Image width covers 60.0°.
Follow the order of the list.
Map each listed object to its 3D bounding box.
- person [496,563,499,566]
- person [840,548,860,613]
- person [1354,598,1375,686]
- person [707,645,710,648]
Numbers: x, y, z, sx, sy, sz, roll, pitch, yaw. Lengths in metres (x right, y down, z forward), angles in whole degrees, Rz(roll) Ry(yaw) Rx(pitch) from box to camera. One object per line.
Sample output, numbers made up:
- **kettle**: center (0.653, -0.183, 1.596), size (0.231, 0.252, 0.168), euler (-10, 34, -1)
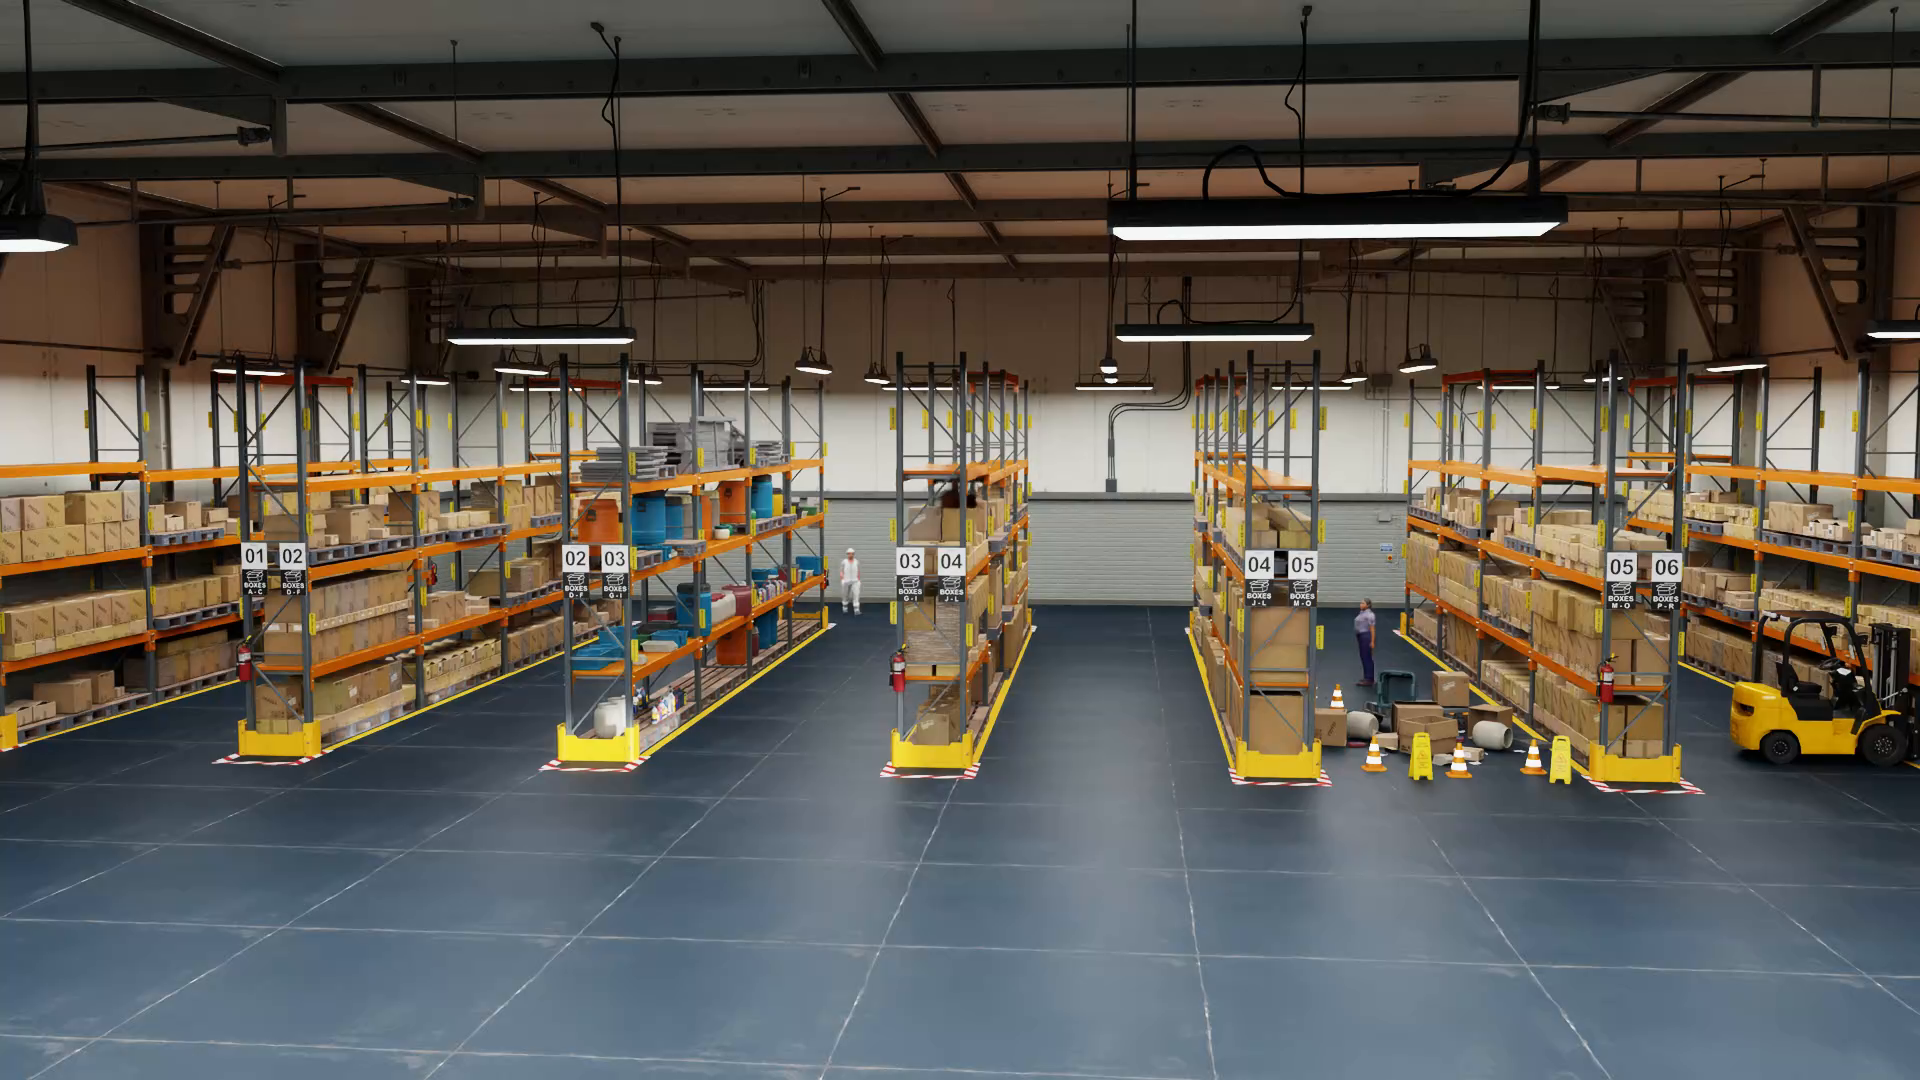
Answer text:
- **person**: center (-10.712, 1.335, 38.815), size (0.707, 1.639, 0.789), euler (0, 4, 7)
- **person**: center (-2.820, 1.053, 42.780), size (0.564, 1.688, 0.922), euler (-1, 4, -18)
- **person**: center (7.711, 1.928, 31.707), size (0.388, 1.650, 0.523), euler (1, 4, 10)
- **person**: center (-5.716, 1.629, 36.972), size (0.448, 1.515, 0.438), euler (1, 4, 17)
